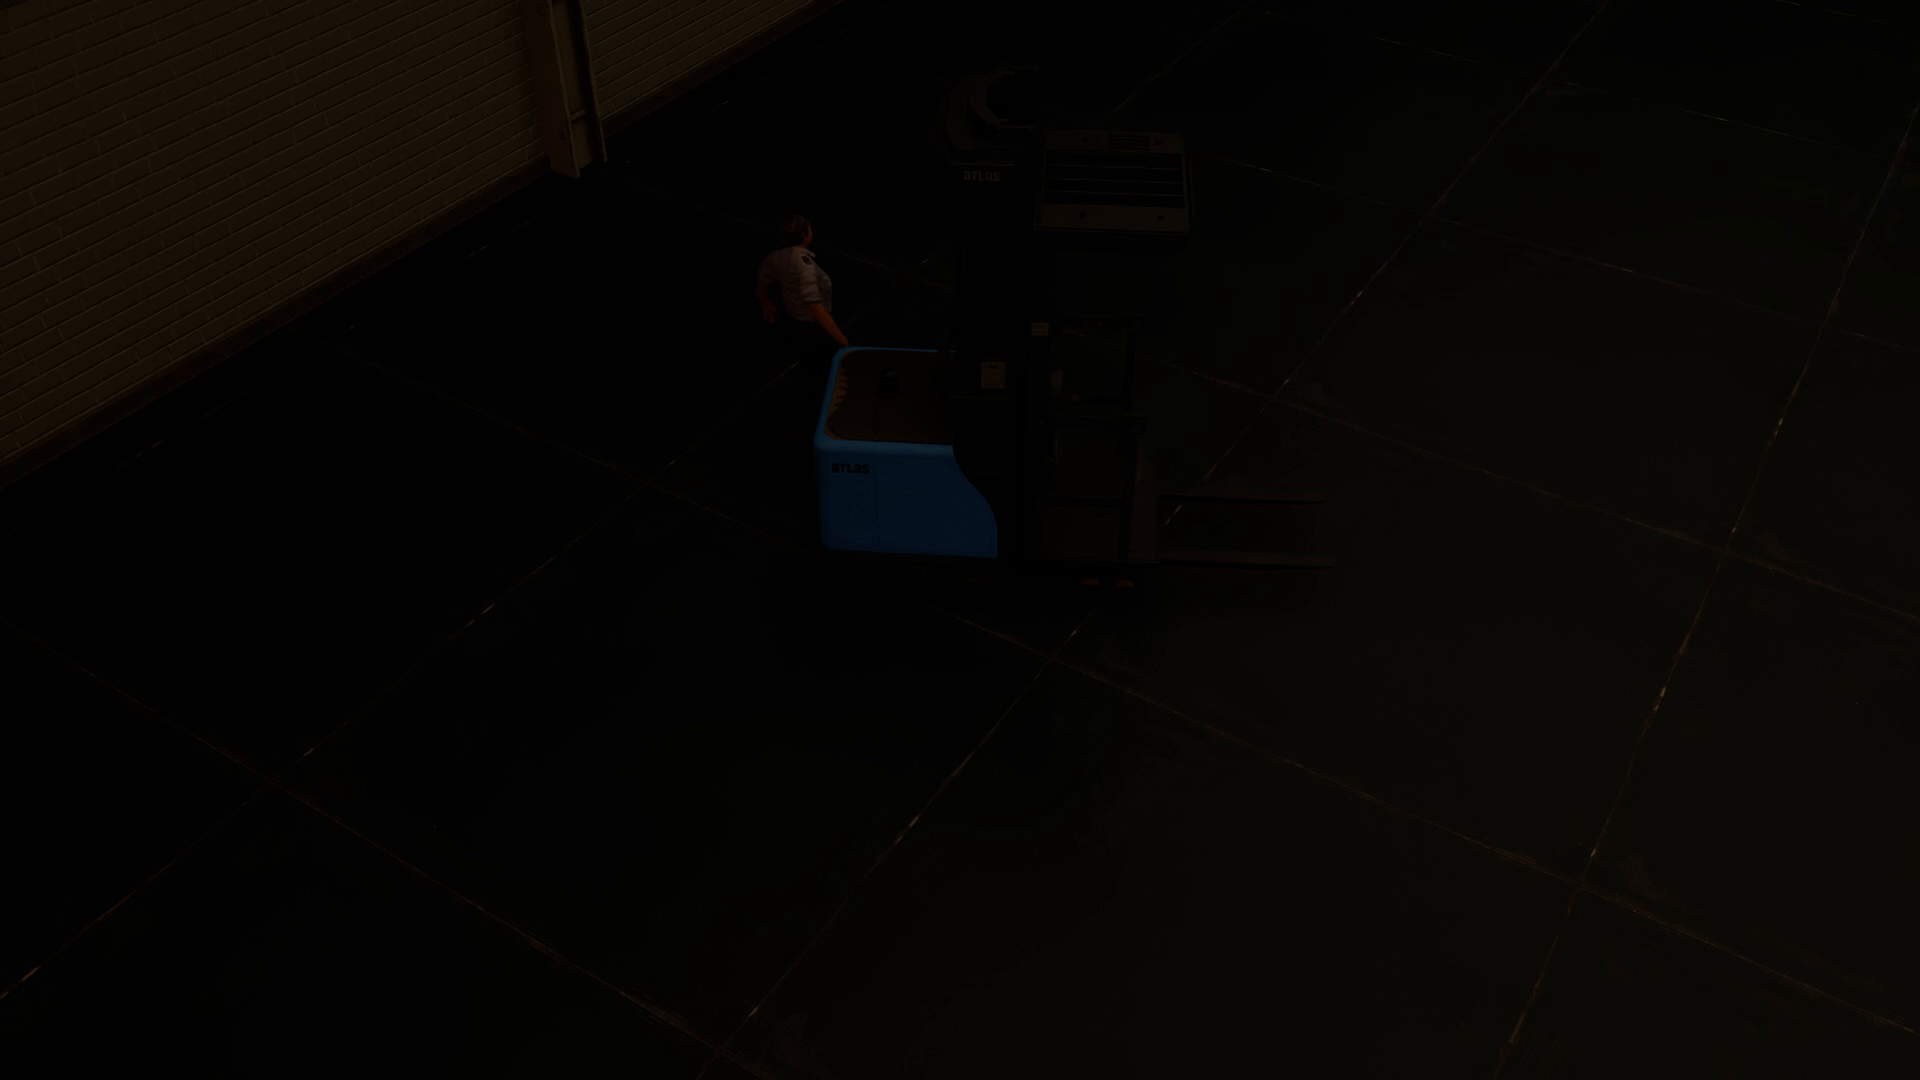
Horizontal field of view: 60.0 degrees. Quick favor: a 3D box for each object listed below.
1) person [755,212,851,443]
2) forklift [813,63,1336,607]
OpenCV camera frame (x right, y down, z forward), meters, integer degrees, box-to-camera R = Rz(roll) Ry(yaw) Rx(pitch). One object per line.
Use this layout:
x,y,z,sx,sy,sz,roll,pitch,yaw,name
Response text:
-0.917,-1.368,10.635,0.598,1.571,0.883,-25,46,-27,person
0.708,-1.084,9.246,3.031,2.935,1.130,3,40,3,forklift
